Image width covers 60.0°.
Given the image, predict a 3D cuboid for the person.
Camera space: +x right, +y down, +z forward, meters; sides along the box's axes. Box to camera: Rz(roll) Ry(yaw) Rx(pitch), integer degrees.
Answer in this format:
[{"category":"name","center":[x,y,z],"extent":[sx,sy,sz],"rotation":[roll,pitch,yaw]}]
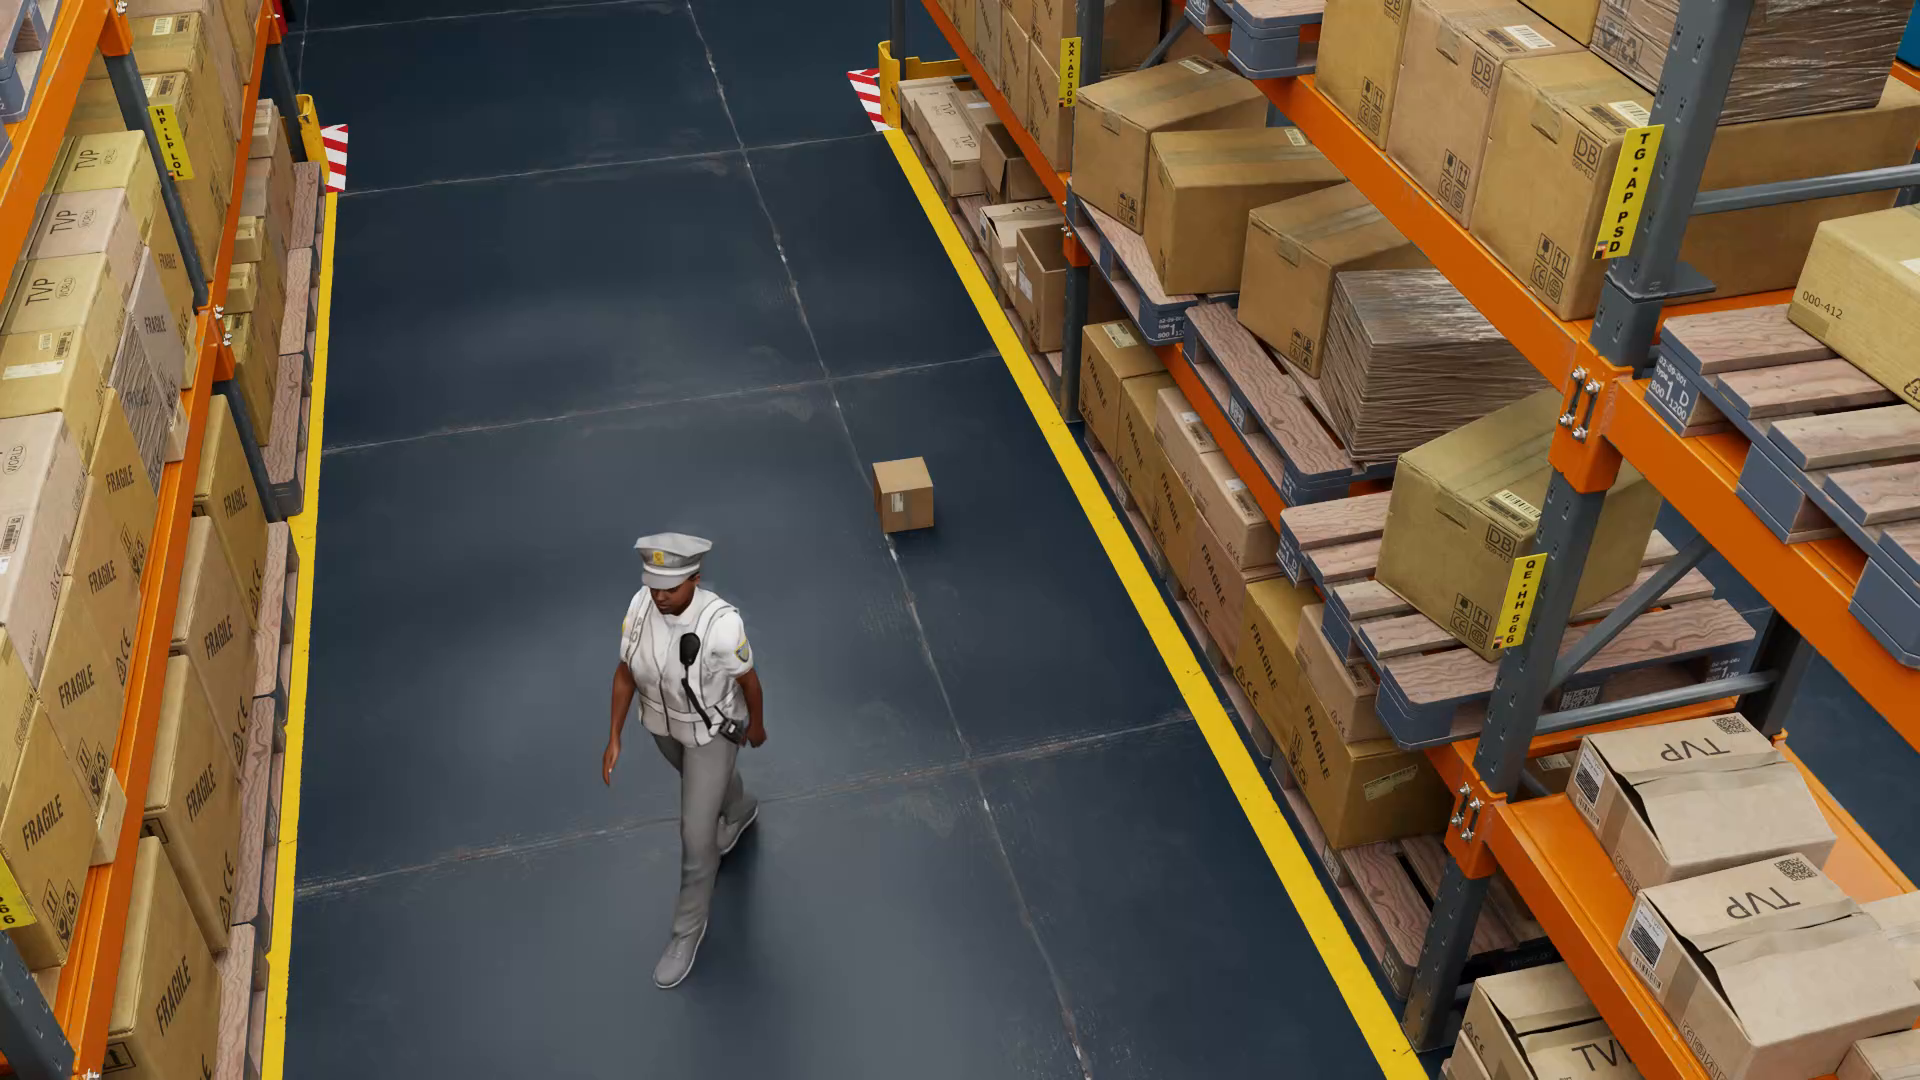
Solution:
[{"category":"person","center":[-0.980,0.695,5.818],"extent":[0.457,1.691,0.855],"rotation":[18,42,22]}]
